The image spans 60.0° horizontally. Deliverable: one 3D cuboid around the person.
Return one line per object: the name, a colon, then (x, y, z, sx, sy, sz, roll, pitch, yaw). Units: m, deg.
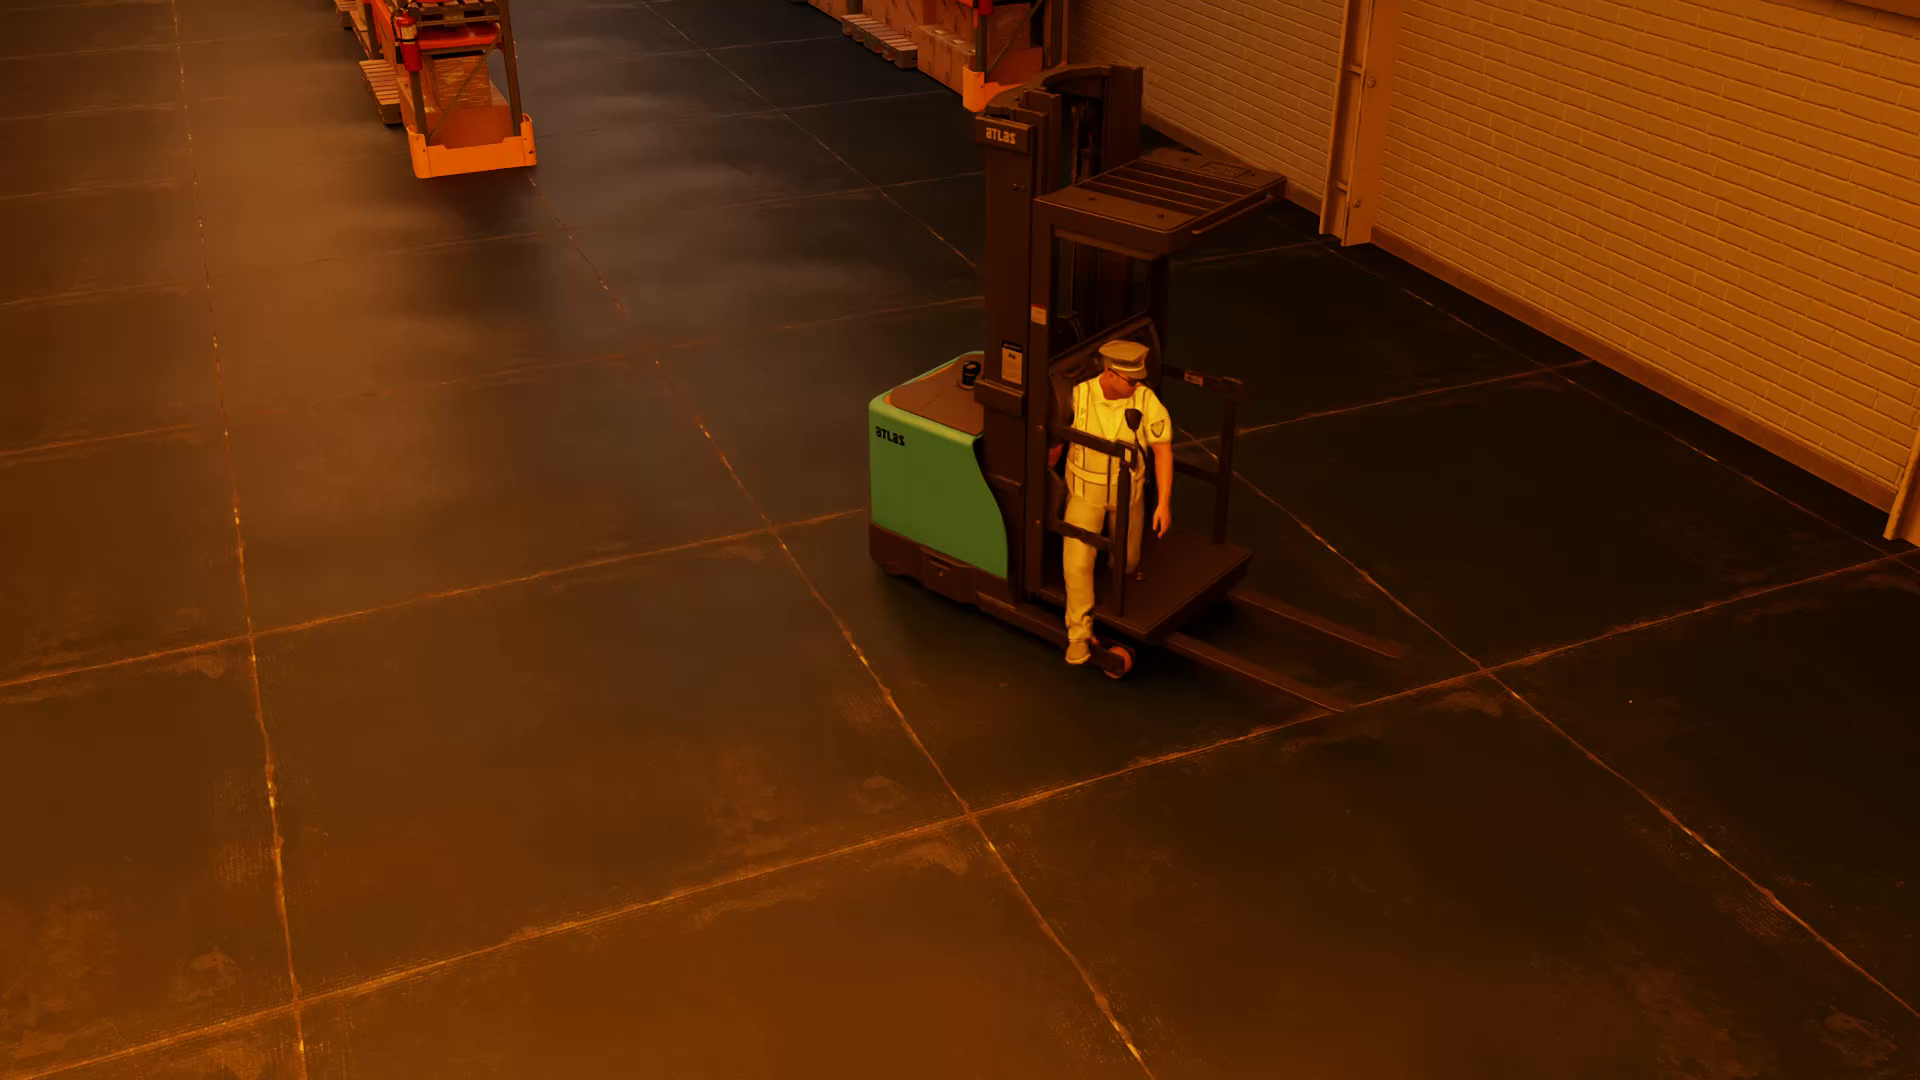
person: (0.732, -0.203, 8.603, 0.709, 1.691, 0.935, 0, 30, -1)

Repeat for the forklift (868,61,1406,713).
forklift: (0.928, -0.840, 8.588, 3.031, 2.935, 1.130, 22, 37, 34)
